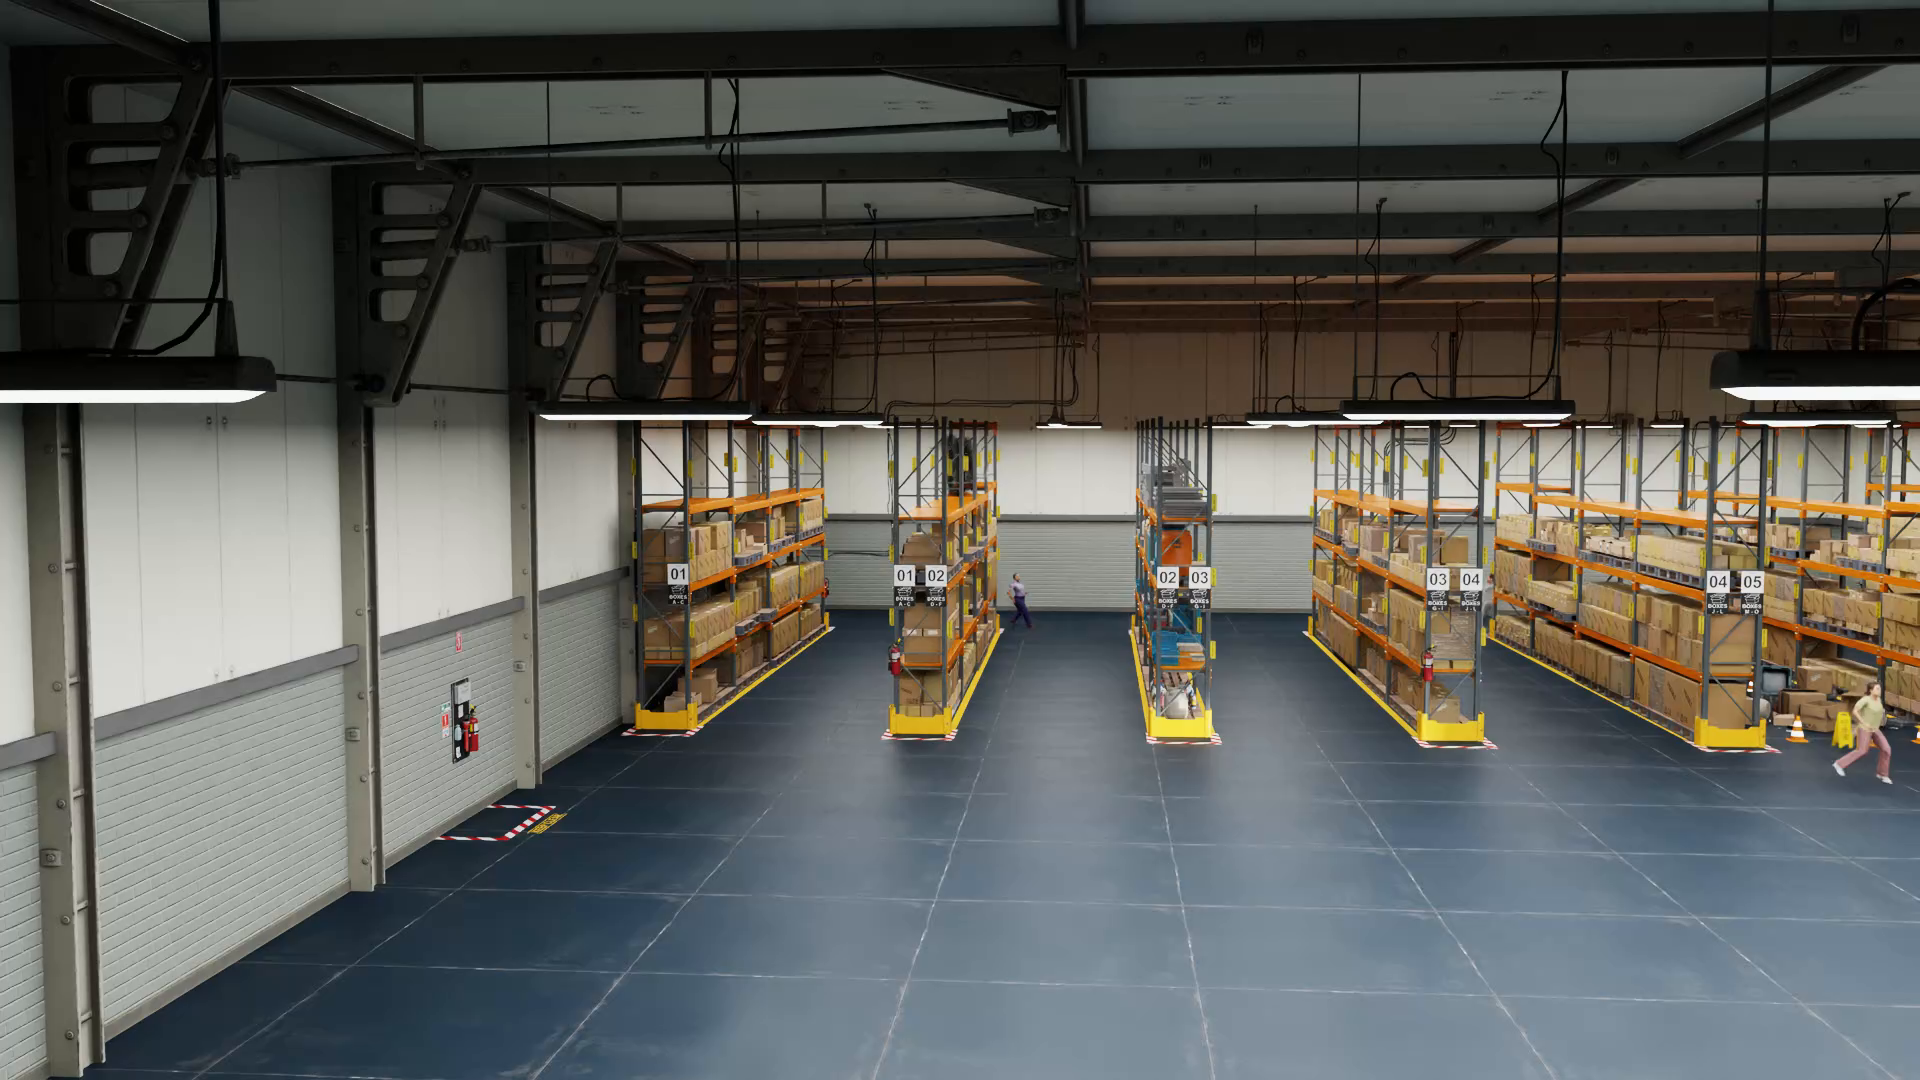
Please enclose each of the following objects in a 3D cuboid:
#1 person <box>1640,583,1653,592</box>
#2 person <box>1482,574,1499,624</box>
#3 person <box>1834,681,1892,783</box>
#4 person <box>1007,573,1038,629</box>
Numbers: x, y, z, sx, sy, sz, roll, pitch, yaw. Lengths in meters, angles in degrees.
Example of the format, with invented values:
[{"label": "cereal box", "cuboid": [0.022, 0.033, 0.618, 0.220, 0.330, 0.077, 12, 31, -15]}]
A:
[{"label": "person", "cuboid": [19.396, 1.784, 47.089, 0.654, 1.731, 0.654, 0, 4, 3]}, {"label": "person", "cuboid": [15.077, 1.795, 47.502, 0.879, 1.675, 0.612, 1, 4, 11]}, {"label": "person", "cuboid": [14.872, 3.142, 27.274, 0.806, 1.665, 0.718, -2, 4, -26]}, {"label": "person", "cuboid": [1.776, 1.766, 48.108, 0.914, 1.583, 0.622, 1, 4, 22]}]
